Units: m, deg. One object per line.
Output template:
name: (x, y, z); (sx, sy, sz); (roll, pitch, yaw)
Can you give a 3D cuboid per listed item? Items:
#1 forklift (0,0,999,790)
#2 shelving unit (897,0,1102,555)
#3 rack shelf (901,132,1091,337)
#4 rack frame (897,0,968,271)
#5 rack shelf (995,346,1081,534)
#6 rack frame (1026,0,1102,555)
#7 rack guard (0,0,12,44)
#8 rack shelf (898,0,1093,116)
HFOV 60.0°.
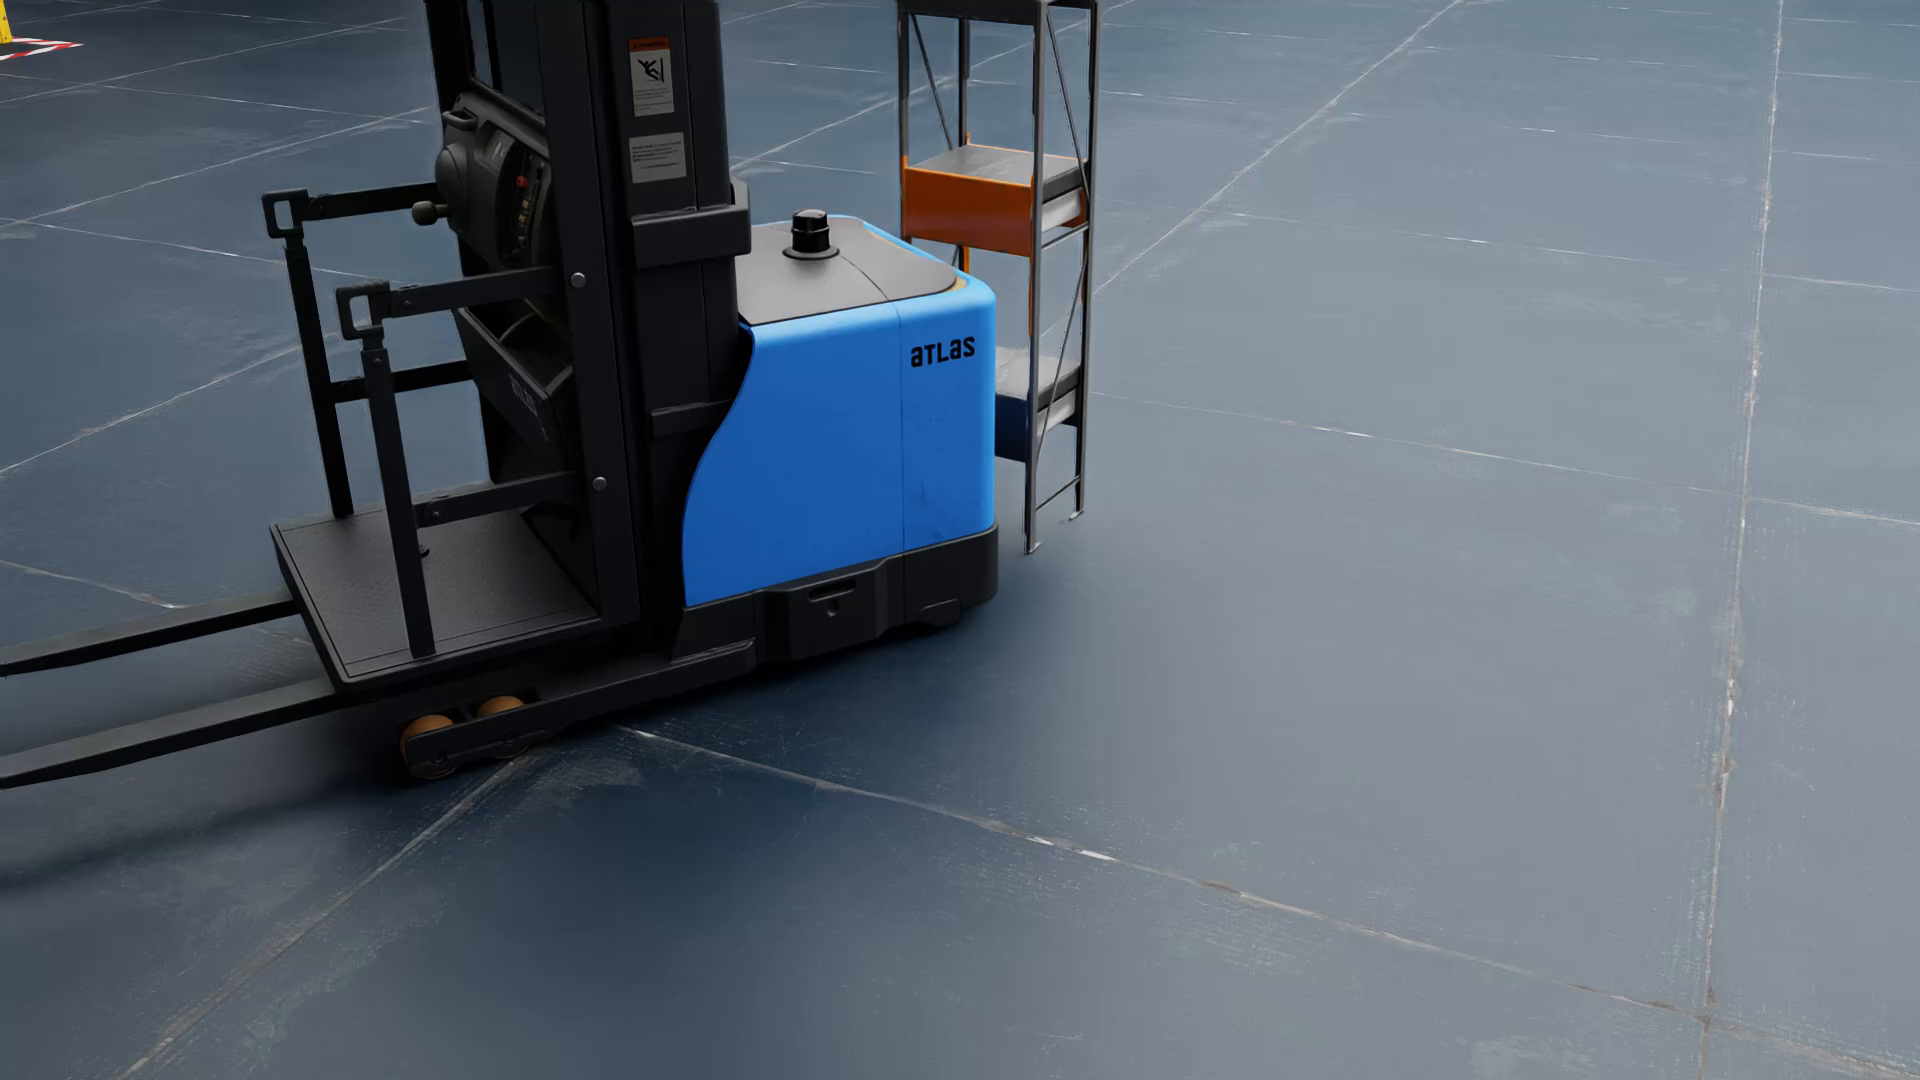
forklift: (-1.415, -0.942, 4.346); (3.031, 2.935, 1.130); (-14, 30, -27)
shelving unit: (0.125, -1.023, 5.451); (0.503, 2.100, 0.431); (15, 30, 28)
rack shelf: (0.125, -1.011, 5.457); (0.480, 0.518, 0.431); (15, 30, 28)
rack frame: (-0.084, -1.079, 5.564); (0.015, 2.100, 0.400); (15, 30, 28)
rack shelf: (0.125, -0.383, 5.766); (0.480, 0.518, 0.431); (15, 30, 28)
rack frame: (0.334, -0.968, 5.338); (0.015, 2.100, 0.400); (15, 30, 28)
rack guard: (-8.754, -4.437, 14.195); (0.348, 0.500, 1.175); (11, 28, 22)
rack shelf: (0.125, -1.639, 5.148); (0.480, 0.518, 0.431); (15, 30, 28)
